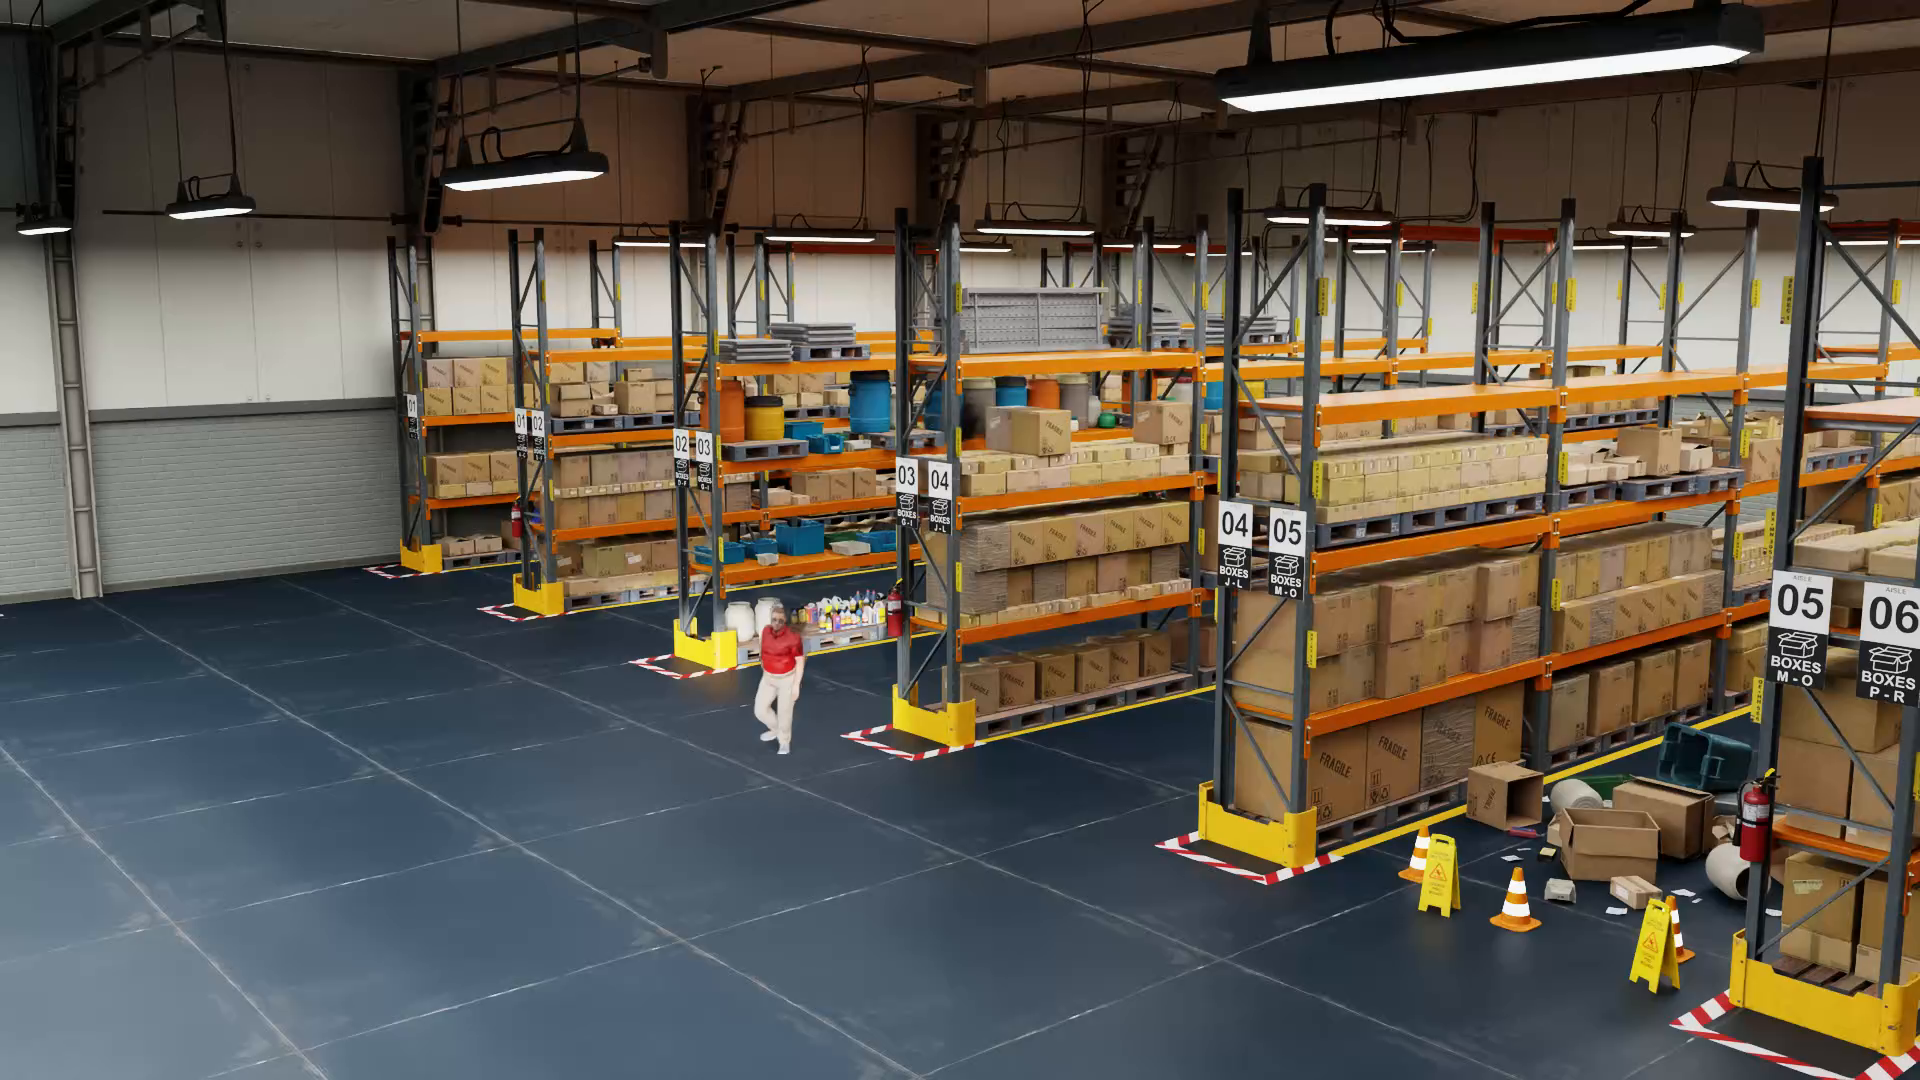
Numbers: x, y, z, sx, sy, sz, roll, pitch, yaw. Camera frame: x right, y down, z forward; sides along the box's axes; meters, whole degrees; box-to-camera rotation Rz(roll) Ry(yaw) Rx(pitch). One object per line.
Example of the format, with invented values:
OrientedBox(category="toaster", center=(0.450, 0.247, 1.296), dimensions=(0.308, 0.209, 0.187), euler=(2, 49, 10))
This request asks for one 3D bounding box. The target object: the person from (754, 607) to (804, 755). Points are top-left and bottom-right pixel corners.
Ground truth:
OrientedBox(category="person", center=(-1.986, 1.536, 18.349), dimensions=(0.709, 1.691, 0.570), euler=(4, 10, 23))

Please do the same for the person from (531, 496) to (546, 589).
OrientedBox(category="person", center=(-7.067, -0.020, 28.472), dimensions=(0.577, 1.531, 0.636), euler=(5, 10, 29))
